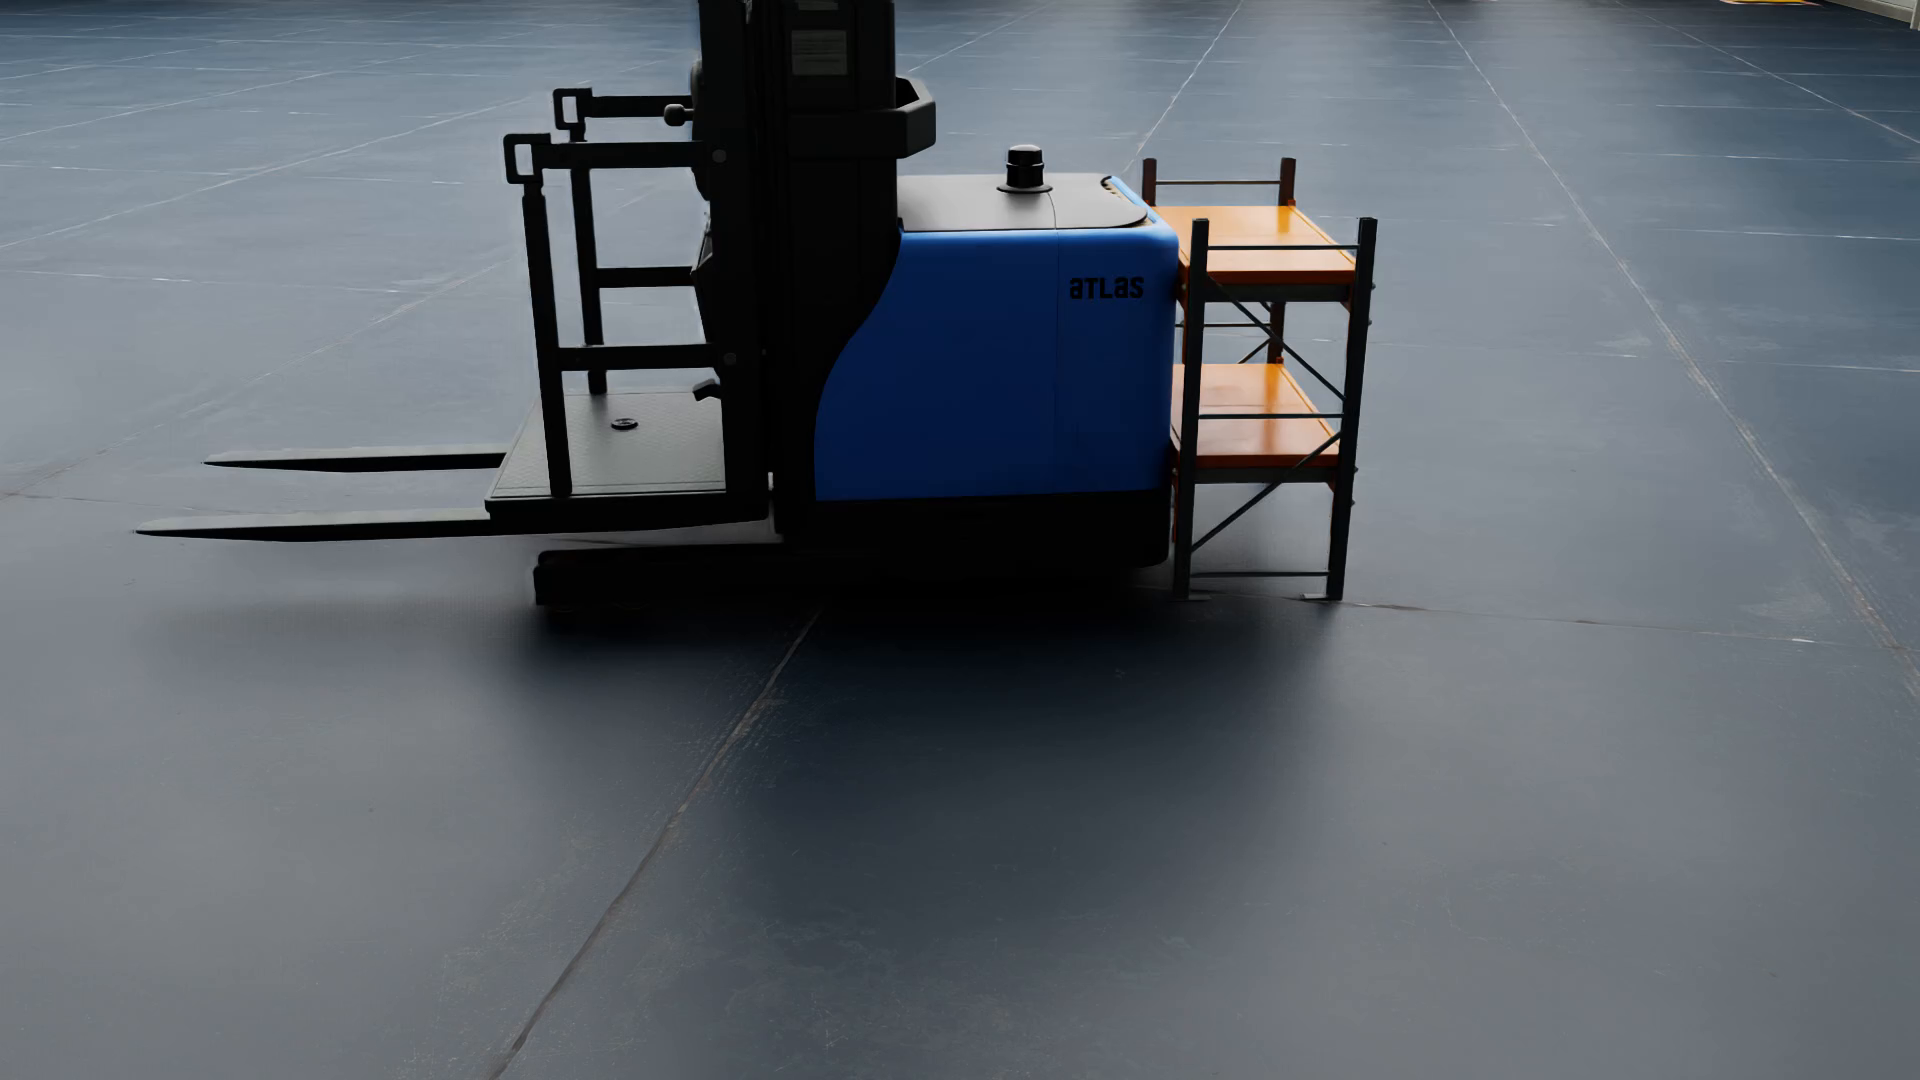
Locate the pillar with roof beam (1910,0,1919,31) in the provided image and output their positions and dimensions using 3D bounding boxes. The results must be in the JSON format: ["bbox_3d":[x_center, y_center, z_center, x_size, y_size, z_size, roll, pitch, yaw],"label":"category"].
[{"bbox_3d":[8.856,-11.401,21.617,9.100,9.000,0.400,4,22,11],"label":"pillar with roof beam"}]

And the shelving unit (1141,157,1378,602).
[{"bbox_3d":[0.865,-0.539,5.185,0.538,1.125,1.048,-1,22,-2],"label":"shelving unit"}]

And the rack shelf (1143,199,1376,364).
[{"bbox_3d":[0.865,-0.810,5.076,0.538,0.278,1.000,-1,22,-2],"label":"rack shelf"}]

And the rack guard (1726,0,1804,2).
[{"bbox_3d":[13.266,-9.130,27.355,1.175,0.500,0.348,4,22,11],"label":"rack guard"}]

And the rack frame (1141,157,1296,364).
[{"bbox_3d":[0.850,-0.728,5.656,0.500,1.125,0.032,-1,22,-2],"label":"rack frame"}]

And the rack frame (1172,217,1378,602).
[{"bbox_3d":[0.880,-0.349,4.714,0.500,1.125,0.032,-1,22,-2],"label":"rack frame"}]

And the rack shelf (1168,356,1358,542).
[{"bbox_3d":[0.865,-0.312,5.276,0.538,0.278,1.000,-1,22,-2],"label":"rack shelf"}]

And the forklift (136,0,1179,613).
[{"bbox_3d":[-0.916,-1.355,4.795,3.031,2.935,1.130,-2,22,-5],"label":"forklift"}]
